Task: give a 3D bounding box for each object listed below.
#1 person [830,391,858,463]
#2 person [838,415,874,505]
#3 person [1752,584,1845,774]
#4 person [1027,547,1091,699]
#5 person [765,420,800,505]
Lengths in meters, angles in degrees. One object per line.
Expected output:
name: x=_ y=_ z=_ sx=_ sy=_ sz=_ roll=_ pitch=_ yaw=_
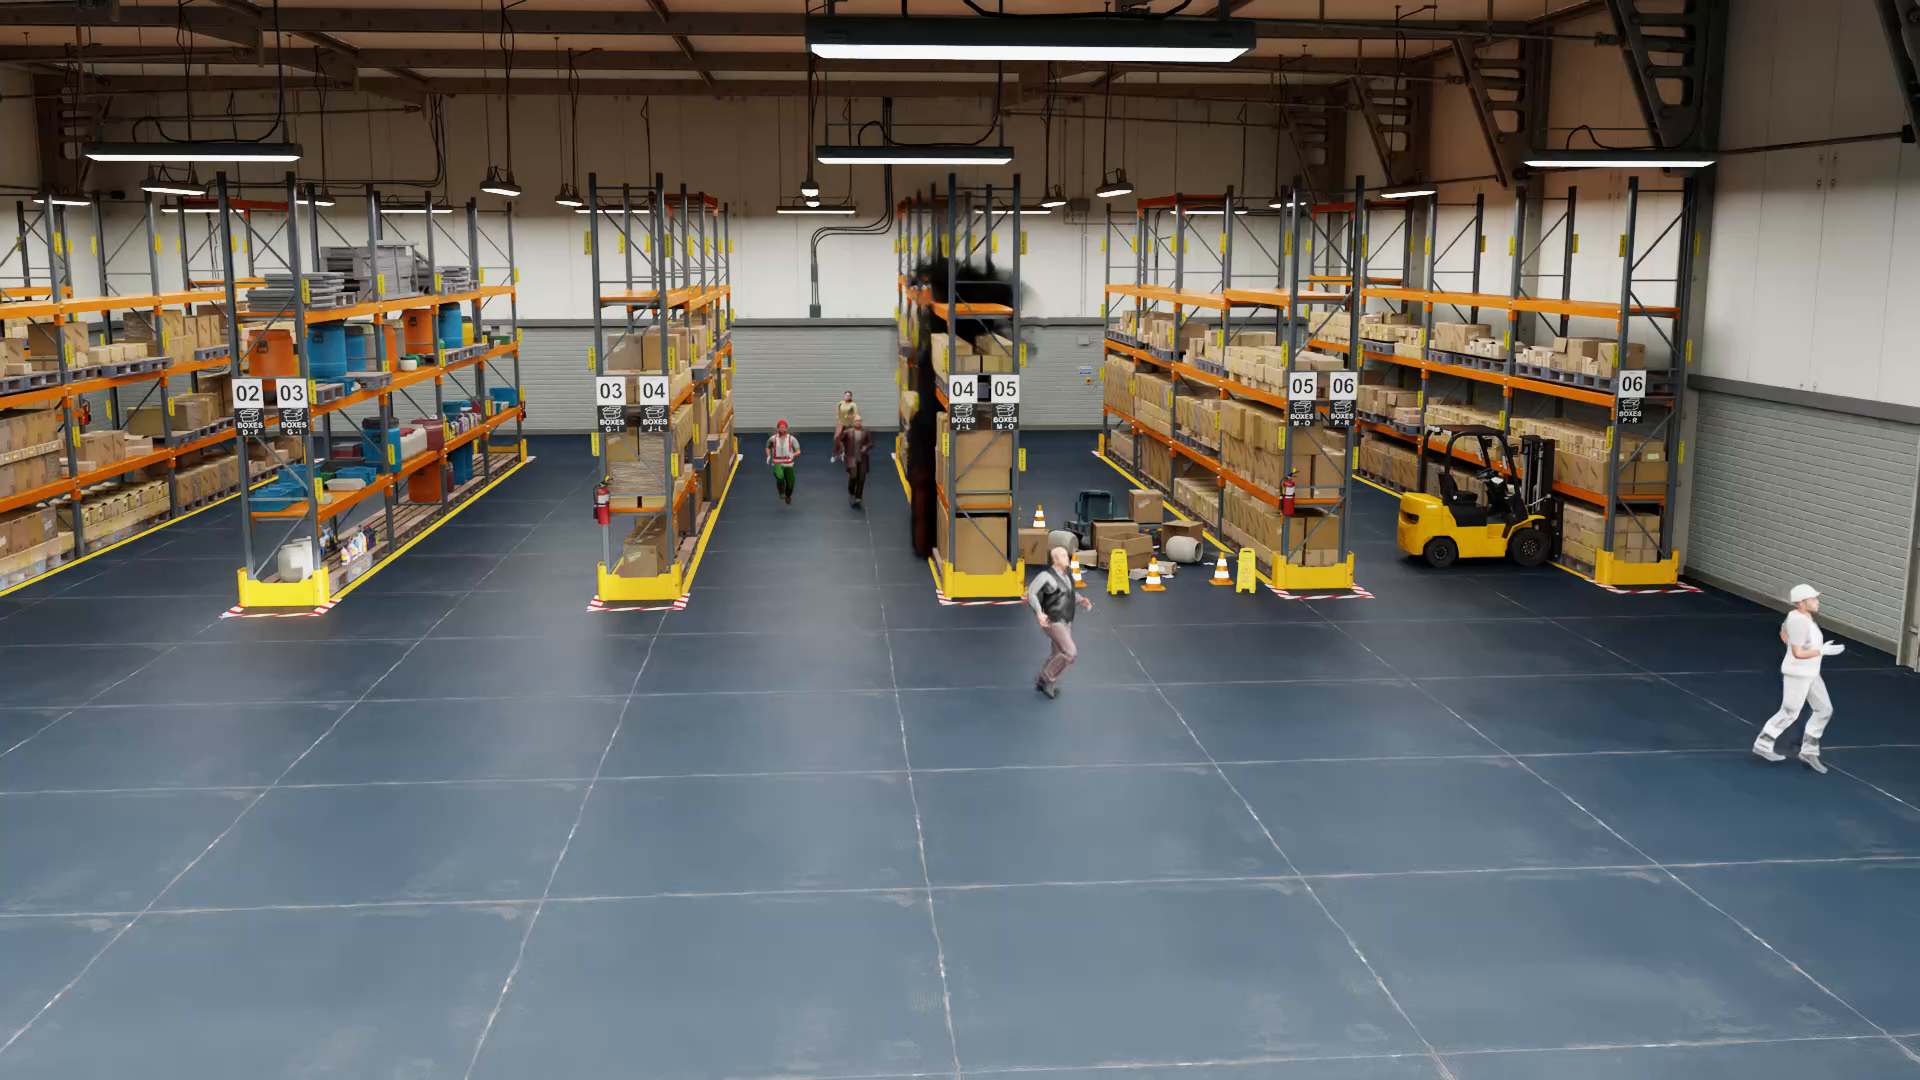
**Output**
person: x=-2.689 y=-2.687 z=39.218 sx=0.618 sy=1.686 sz=0.810 roll=2 pitch=10 yaw=10
person: x=-1.997 y=-1.539 z=32.331 sx=0.682 sy=1.732 sz=0.702 roll=-2 pitch=10 yaw=-11
person: x=8.087 y=1.332 z=15.985 sx=0.736 sy=1.836 sz=0.632 roll=9 pitch=13 yaw=40
person: x=1.132 y=0.922 z=18.592 sx=0.647 sy=1.699 sz=0.661 roll=6 pitch=12 yaw=30
person: x=-3.365 y=-1.444 z=31.531 sx=0.657 sy=1.666 sz=0.928 roll=-1 pitch=10 yaw=-6
